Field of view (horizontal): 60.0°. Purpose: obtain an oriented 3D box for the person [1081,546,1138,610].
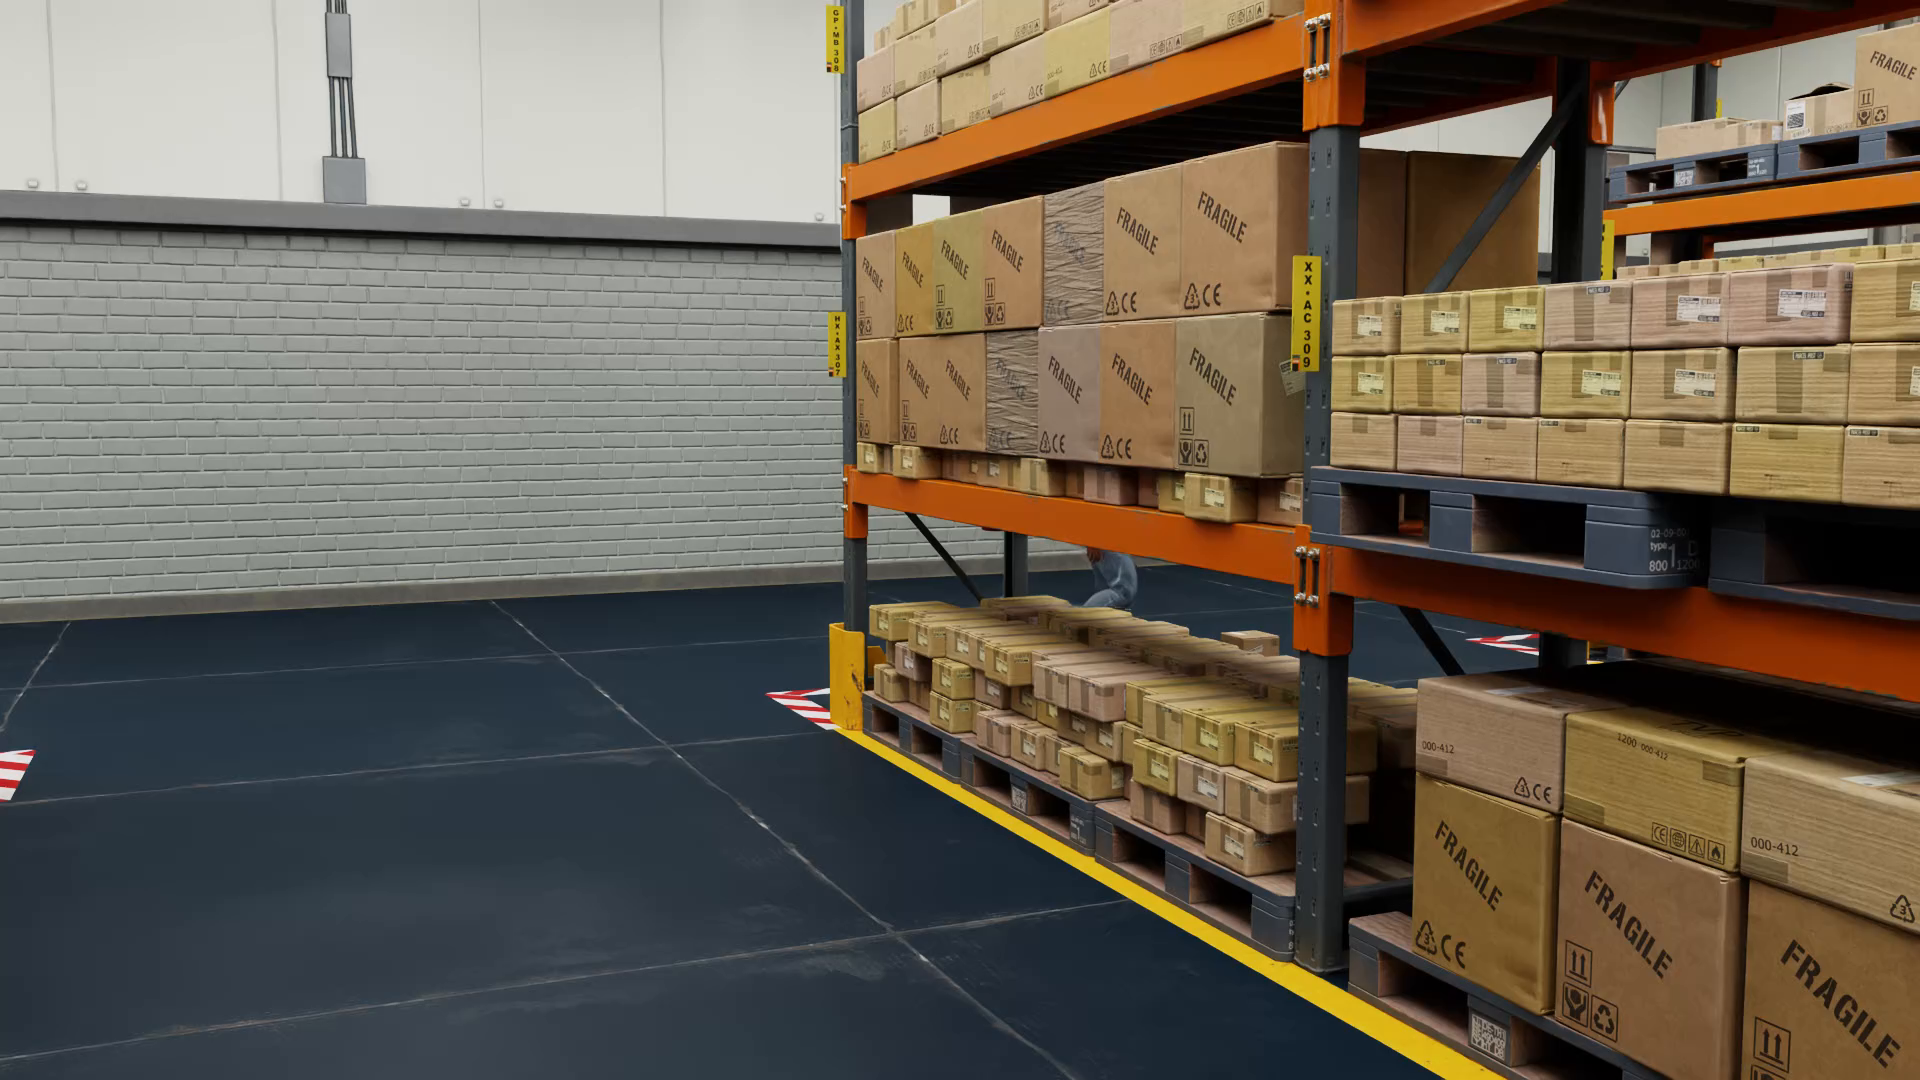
[{"bbox_3d":[0.828,-0.072,9.833,0.581,1.767,0.590,0,5,5],"label":"person"}]
